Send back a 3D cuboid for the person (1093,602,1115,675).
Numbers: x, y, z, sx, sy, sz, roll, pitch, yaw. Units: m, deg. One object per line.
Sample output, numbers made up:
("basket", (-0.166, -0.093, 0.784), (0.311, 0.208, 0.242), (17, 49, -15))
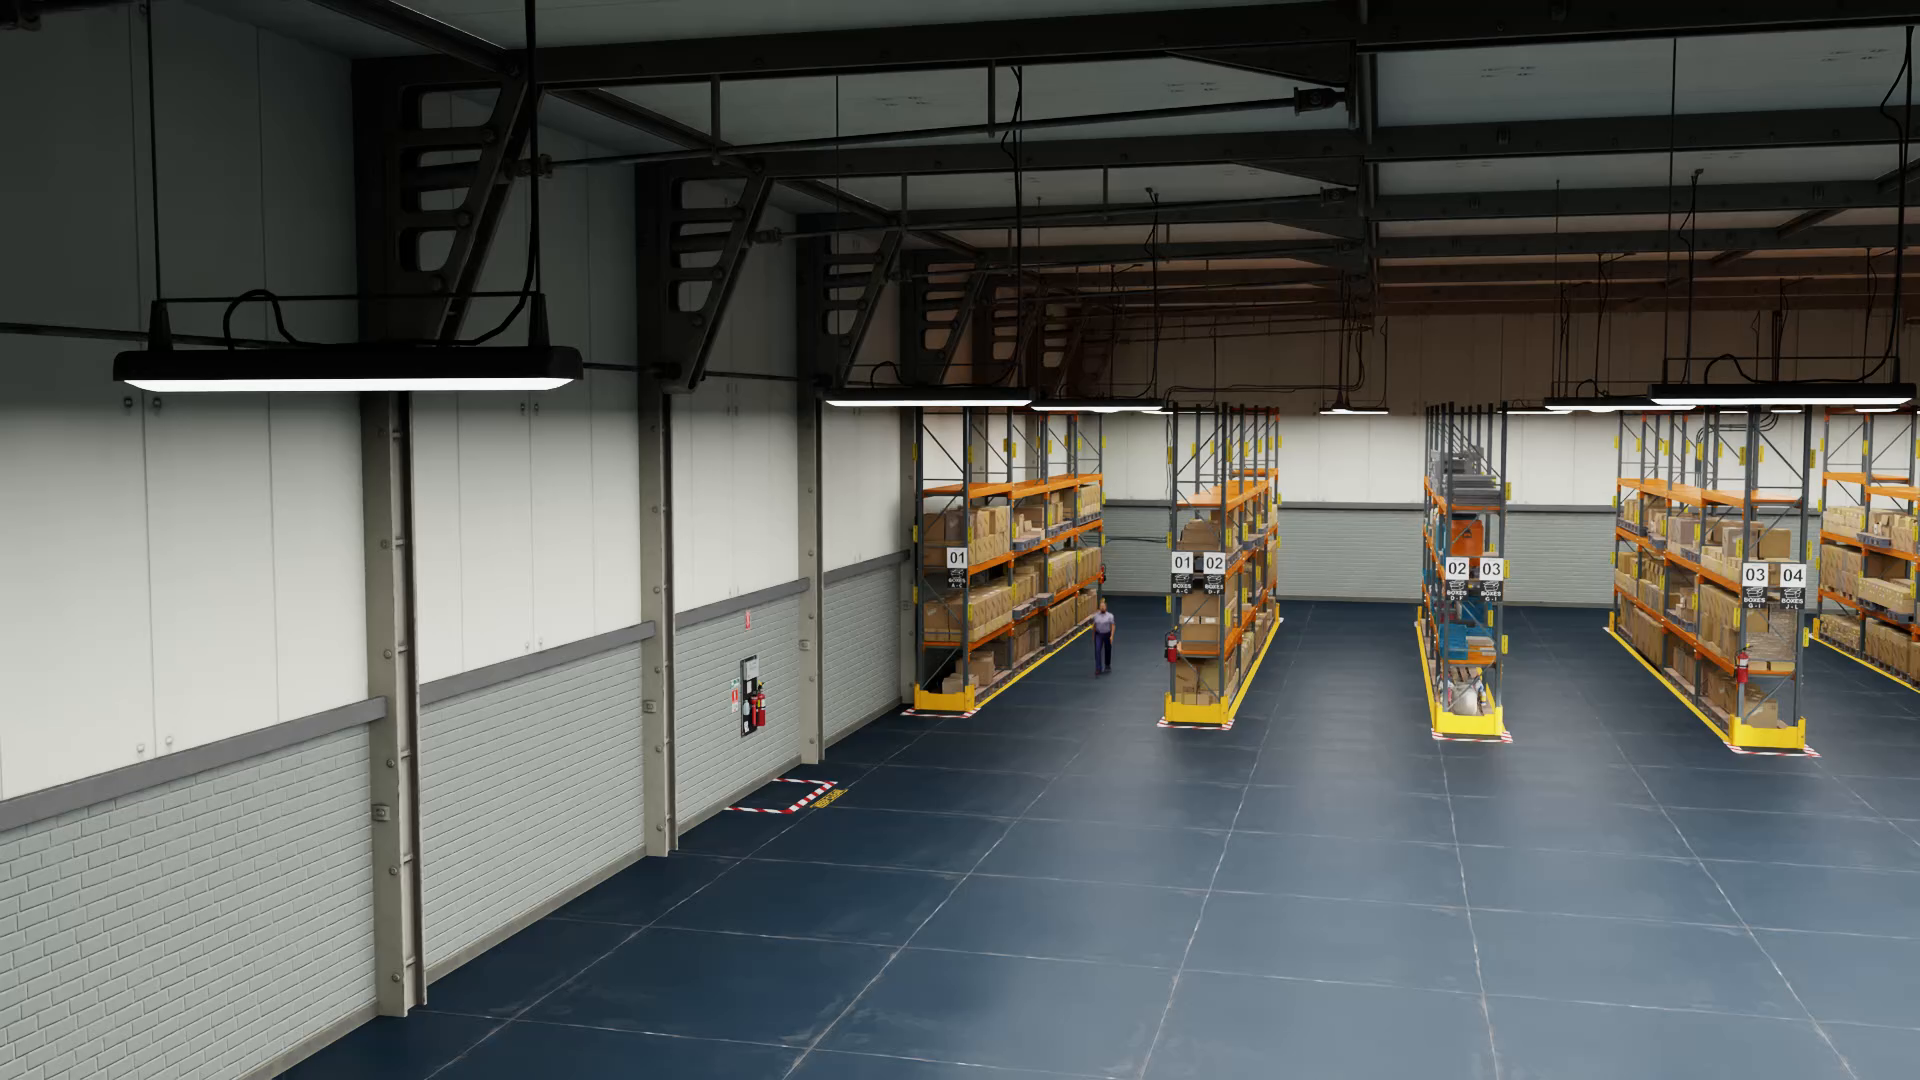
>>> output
("person", (3.215, 2.171, 37.124), (0.482, 1.580, 1.042), (0, 4, 5))
